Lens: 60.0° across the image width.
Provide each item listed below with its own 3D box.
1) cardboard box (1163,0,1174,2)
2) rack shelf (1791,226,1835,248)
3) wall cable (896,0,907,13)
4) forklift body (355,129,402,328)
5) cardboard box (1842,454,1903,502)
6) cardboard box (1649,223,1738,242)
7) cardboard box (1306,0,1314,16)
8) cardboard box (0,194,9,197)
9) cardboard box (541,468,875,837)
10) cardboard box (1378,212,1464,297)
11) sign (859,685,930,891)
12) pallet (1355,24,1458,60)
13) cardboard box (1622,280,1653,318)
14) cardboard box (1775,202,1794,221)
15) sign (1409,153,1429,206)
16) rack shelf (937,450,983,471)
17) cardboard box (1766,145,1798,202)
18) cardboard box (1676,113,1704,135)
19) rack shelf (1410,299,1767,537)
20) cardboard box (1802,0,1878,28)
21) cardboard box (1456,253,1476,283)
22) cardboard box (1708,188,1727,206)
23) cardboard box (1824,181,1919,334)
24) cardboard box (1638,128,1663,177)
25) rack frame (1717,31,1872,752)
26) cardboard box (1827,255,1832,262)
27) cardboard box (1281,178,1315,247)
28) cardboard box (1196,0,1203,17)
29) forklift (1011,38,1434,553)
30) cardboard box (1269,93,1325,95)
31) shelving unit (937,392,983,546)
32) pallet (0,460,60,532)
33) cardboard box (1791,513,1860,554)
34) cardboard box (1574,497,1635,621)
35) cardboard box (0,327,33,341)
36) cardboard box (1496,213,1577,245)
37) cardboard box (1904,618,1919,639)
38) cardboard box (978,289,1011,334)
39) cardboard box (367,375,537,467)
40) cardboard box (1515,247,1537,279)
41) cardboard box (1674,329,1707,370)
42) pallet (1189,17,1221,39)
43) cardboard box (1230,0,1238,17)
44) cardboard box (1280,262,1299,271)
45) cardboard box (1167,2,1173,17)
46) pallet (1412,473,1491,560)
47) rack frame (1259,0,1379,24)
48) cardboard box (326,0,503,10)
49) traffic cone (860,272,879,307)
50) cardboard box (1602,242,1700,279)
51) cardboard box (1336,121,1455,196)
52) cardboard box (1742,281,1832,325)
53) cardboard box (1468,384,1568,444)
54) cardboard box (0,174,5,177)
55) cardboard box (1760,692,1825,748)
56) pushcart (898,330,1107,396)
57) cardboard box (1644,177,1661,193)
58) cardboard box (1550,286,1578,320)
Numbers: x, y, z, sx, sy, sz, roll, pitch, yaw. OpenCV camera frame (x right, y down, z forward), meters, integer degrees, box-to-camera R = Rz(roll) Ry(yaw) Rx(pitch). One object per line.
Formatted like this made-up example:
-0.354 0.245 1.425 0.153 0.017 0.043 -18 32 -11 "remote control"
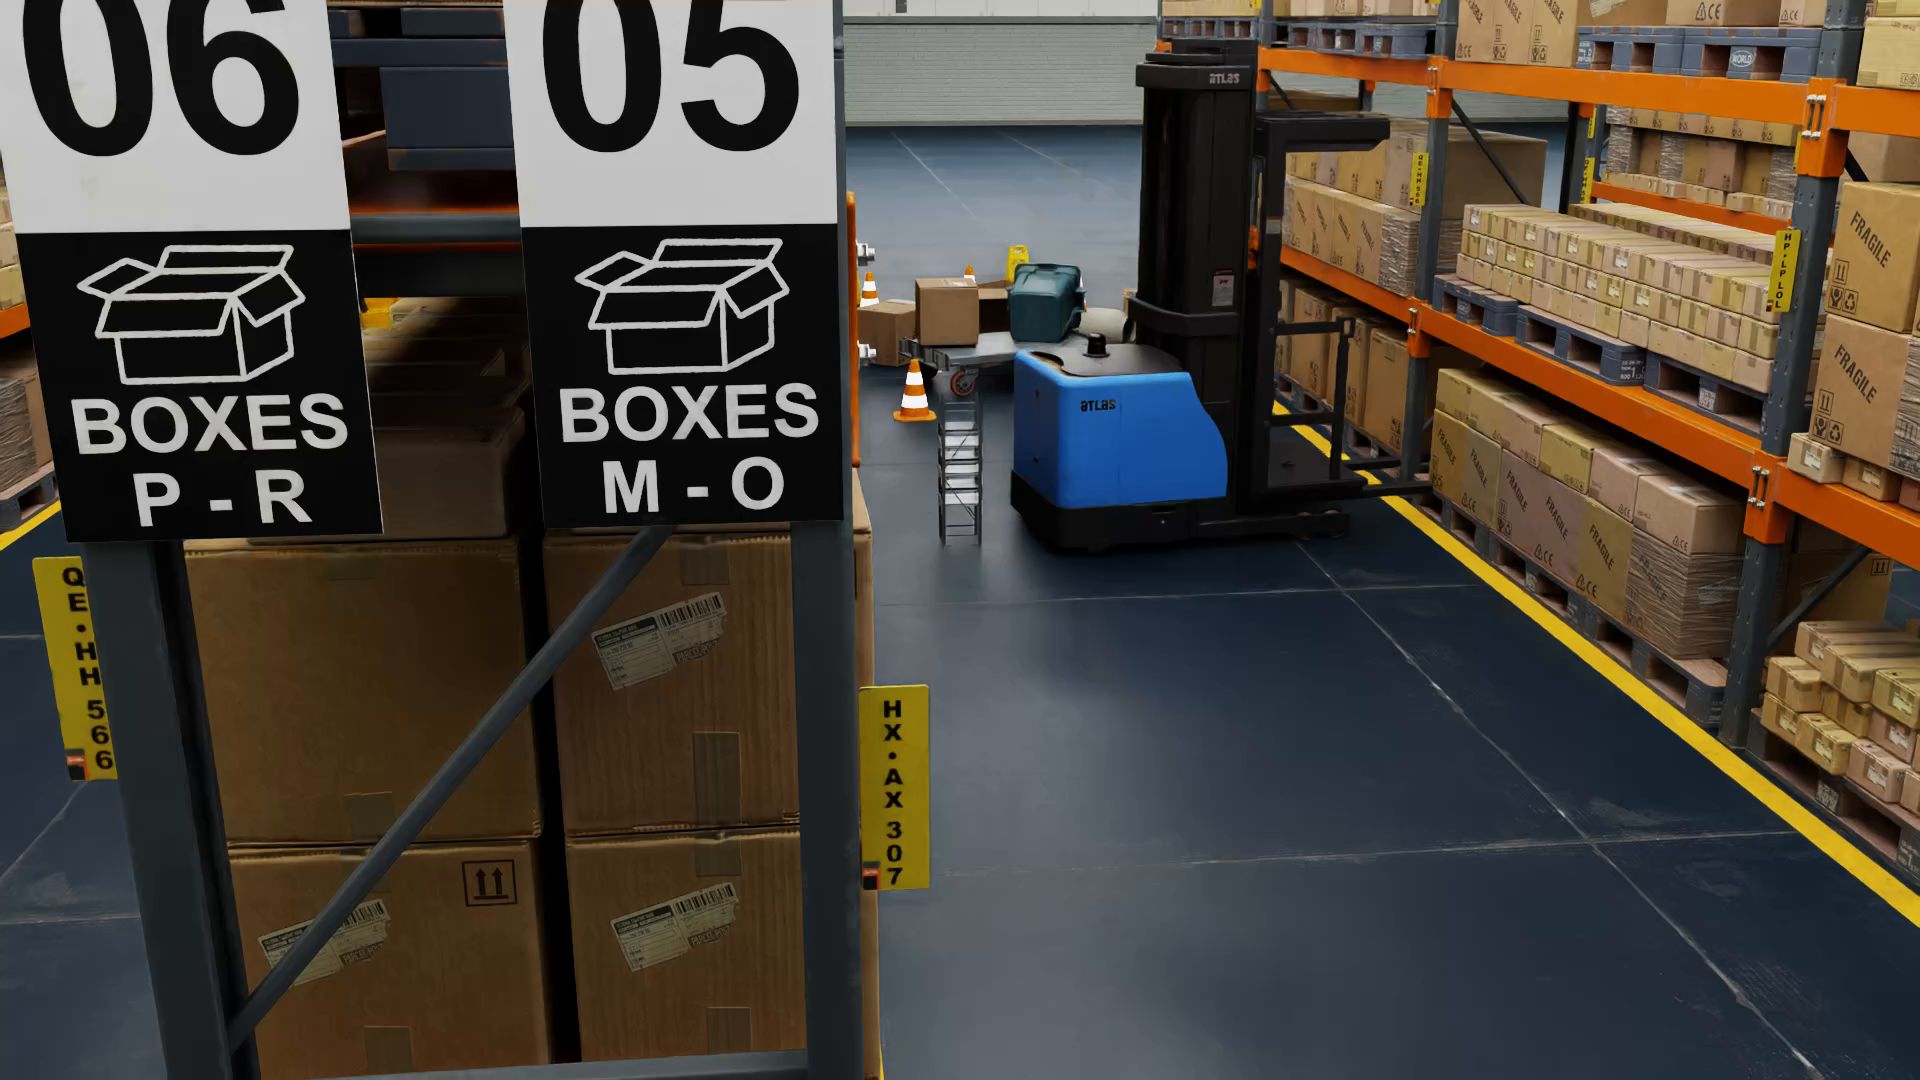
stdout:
2.410 -5.717 17.257 0.500 0.250 0.500 -2 18 -6 "cardboard box"
8.178 -2.111 13.095 1.077 0.370 4.000 -2 18 -6 "rack shelf"
-0.698 -18.176 47.372 2.305 6.003 0.169 -2 18 -6 "wall cable"
-5.225 -2.868 15.721 2.313 2.155 1.214 -2 18 -6 "forklift body"
3.657 -0.255 6.400 0.380 0.149 0.250 -1 17 -4 "cardboard box"
4.048 -1.664 9.193 0.380 0.149 0.250 -2 18 -6 "cardboard box"
2.888 -4.170 12.995 0.250 0.149 0.380 -2 18 -6 "cardboard box"
-6.326 -2.166 10.818 0.380 0.149 0.250 -2 17 -5 "cardboard box"
-0.414 0.155 2.841 0.500 0.500 0.500 -2 18 -7 "cardboard box"
3.127 -1.909 11.083 0.500 0.500 0.500 -2 18 -6 "cardboard box"
-0.095 0.365 2.429 0.100 0.325 0.005 -2 18 -6 "sign"
3.321 -3.267 10.882 1.213 0.211 1.003 -1 17 -3 "pallet"
3.506 -1.190 8.181 0.380 0.149 0.250 -3 18 -8 "cardboard box"
7.657 -2.985 15.098 0.380 0.149 0.250 -2 18 -6 "cardboard box"
2.889 -2.270 10.466 0.100 0.325 0.005 -2 18 -6 "sign"
0.001 -0.481 10.018 0.258 0.077 0.200 -2 18 -6 "rack shelf"
7.987 -3.376 15.259 0.875 0.500 0.500 -2 18 -6 "cardboard box"
7.500 -4.290 16.500 0.500 0.500 0.500 -2 18 -6 "cardboard box"
3.647 -0.796 8.907 1.077 0.370 4.000 -2 18 -6 "rack shelf"
3.923 -2.339 6.744 0.700 0.500 0.500 -2 18 -6 "cardboard box"
3.286 -1.676 10.227 0.380 0.149 0.250 -2 18 -6 "cardboard box"
7.578 -3.359 16.289 0.380 0.149 0.250 -2 18 -6 "cardboard box"
3.657 -1.068 6.240 0.500 0.500 0.500 -1 17 -4 "cardboard box"
7.760 -4.122 17.634 0.875 0.500 0.500 -2 18 -6 "cardboard box"
3.853 -0.544 6.901 1.000 3.000 0.127 -2 18 -6 "rack frame"
4.188 -1.273 7.950 0.380 0.149 0.250 -2 18 -6 "cardboard box"
2.867 -2.659 13.473 0.500 0.500 0.500 -2 18 -5 "cardboard box"
2.489 -5.114 16.003 0.380 0.149 0.250 -2 18 -5 "cardboard box"
1.900 -1.547 10.211 3.031 2.935 1.130 -5 18 -15 "forklift"
2.852 -3.785 15.173 0.875 0.550 0.550 -2 18 -6 "cardboard box"
0.001 -0.427 10.035 0.258 0.900 0.210 -2 18 -6 "shelving unit"
-6.456 -0.314 10.825 1.003 0.211 1.213 -2 18 -6 "pallet"
4.040 -0.138 7.828 0.500 0.250 0.500 -3 18 -8 "cardboard box"
3.473 0.083 8.377 0.500 0.500 0.500 -2 18 -7 "cardboard box"
-6.685 -1.271 12.480 0.875 0.625 0.625 -2 18 -6 "cardboard box"
3.347 -1.803 9.637 0.380 0.149 0.250 -2 18 -6 "cardboard box"
4.149 0.430 6.864 0.380 0.149 0.250 -1 17 -4 "cardboard box"
0.506 -2.086 15.755 0.797 0.637 0.503 -2 18 -6 "cardboard box"
-0.934 -0.179 2.820 0.380 0.149 0.250 -1 17 -5 "cardboard box"
3.378 -1.572 9.399 0.380 0.149 0.250 -2 18 -5 "cardboard box"
3.564 -0.888 7.716 0.380 0.149 0.250 -2 18 -6 "cardboard box"
2.831 -4.923 15.990 1.003 0.211 1.213 -2 18 -6 "pallet"
2.618 -4.737 14.802 0.380 0.149 0.250 -2 17 -5 "cardboard box"
3.033 -2.303 15.352 0.875 0.875 0.875 -2 17 -5 "cardboard box"
2.359 -5.490 17.201 0.380 0.149 0.250 -2 18 -5 "cardboard box"
3.520 -0.172 10.373 1.003 0.211 1.213 -2 18 -6 "pallet"
3.028 -5.789 13.594 1.000 3.000 0.127 -2 18 -6 "rack frame"
-0.784 -0.908 2.436 0.500 0.250 0.500 -3 18 -11 "cardboard box"
-0.970 -2.637 17.805 0.336 0.463 0.334 -2 18 -6 "traffic cone"
3.484 -1.410 8.385 0.380 0.149 0.250 -3 18 -8 "cardboard box"
3.242 -2.850 12.411 0.700 0.500 0.500 -2 18 -6 "cardboard box"
3.617 -1.022 7.148 0.380 0.149 0.250 -1 17 -3 "cardboard box"
3.323 -0.737 9.737 0.500 0.250 0.500 -2 18 -6 "cardboard box"
-6.952 -2.604 12.214 0.380 0.149 0.250 -2 18 -6 "cardboard box"
3.571 0.735 6.888 0.380 0.149 0.250 -3 18 -8 "cardboard box"
0.377 -1.578 14.575 1.648 0.377 0.936 -8 19 -25 "pushcart"
7.434 -3.731 17.474 0.380 0.149 0.250 -2 18 -6 "cardboard box"
3.424 -1.281 8.969 0.380 0.149 0.250 -2 17 -5 "cardboard box"
